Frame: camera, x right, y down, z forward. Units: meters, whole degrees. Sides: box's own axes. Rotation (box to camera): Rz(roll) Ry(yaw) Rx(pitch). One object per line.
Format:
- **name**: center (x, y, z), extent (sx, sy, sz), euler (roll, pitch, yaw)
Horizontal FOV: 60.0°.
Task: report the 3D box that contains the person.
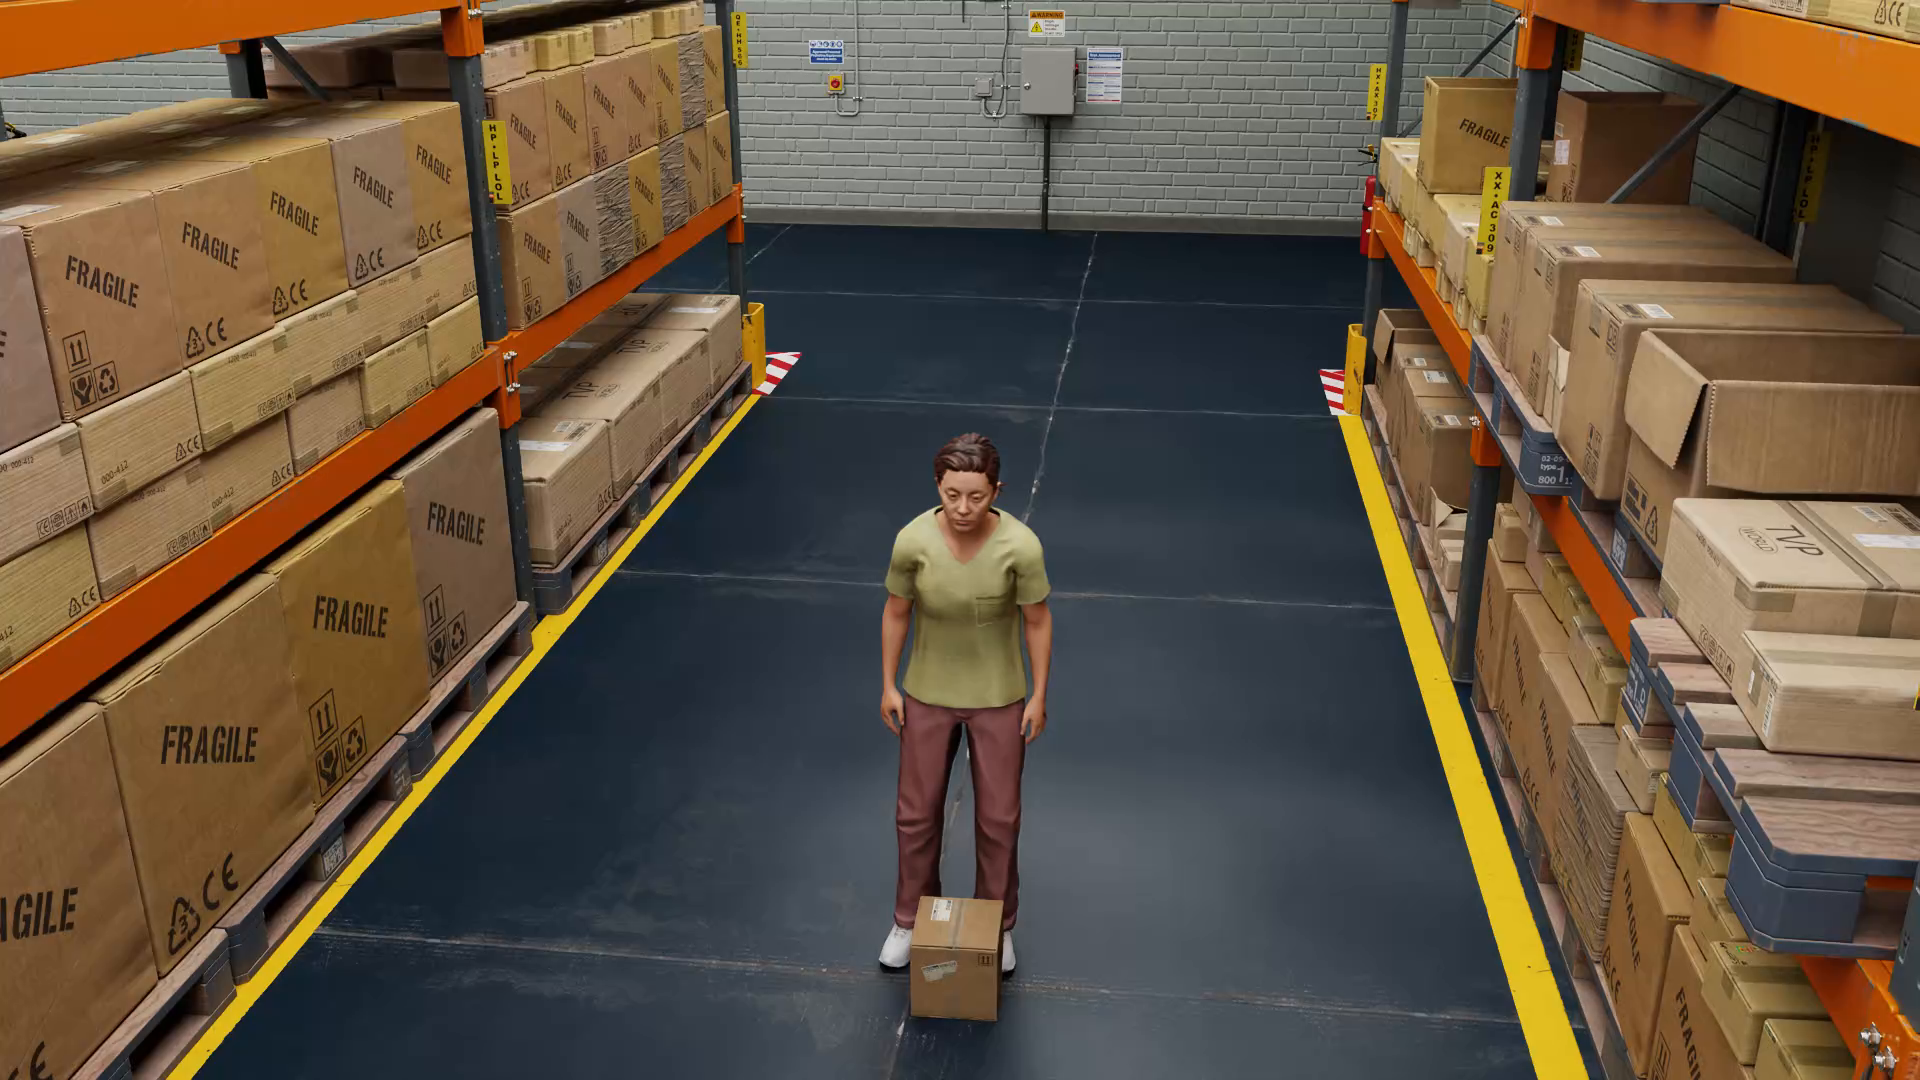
- **person**: center (0.013, 0.476, 4.860), extent (0.499, 1.673, 0.355), euler (3, 21, 6)
